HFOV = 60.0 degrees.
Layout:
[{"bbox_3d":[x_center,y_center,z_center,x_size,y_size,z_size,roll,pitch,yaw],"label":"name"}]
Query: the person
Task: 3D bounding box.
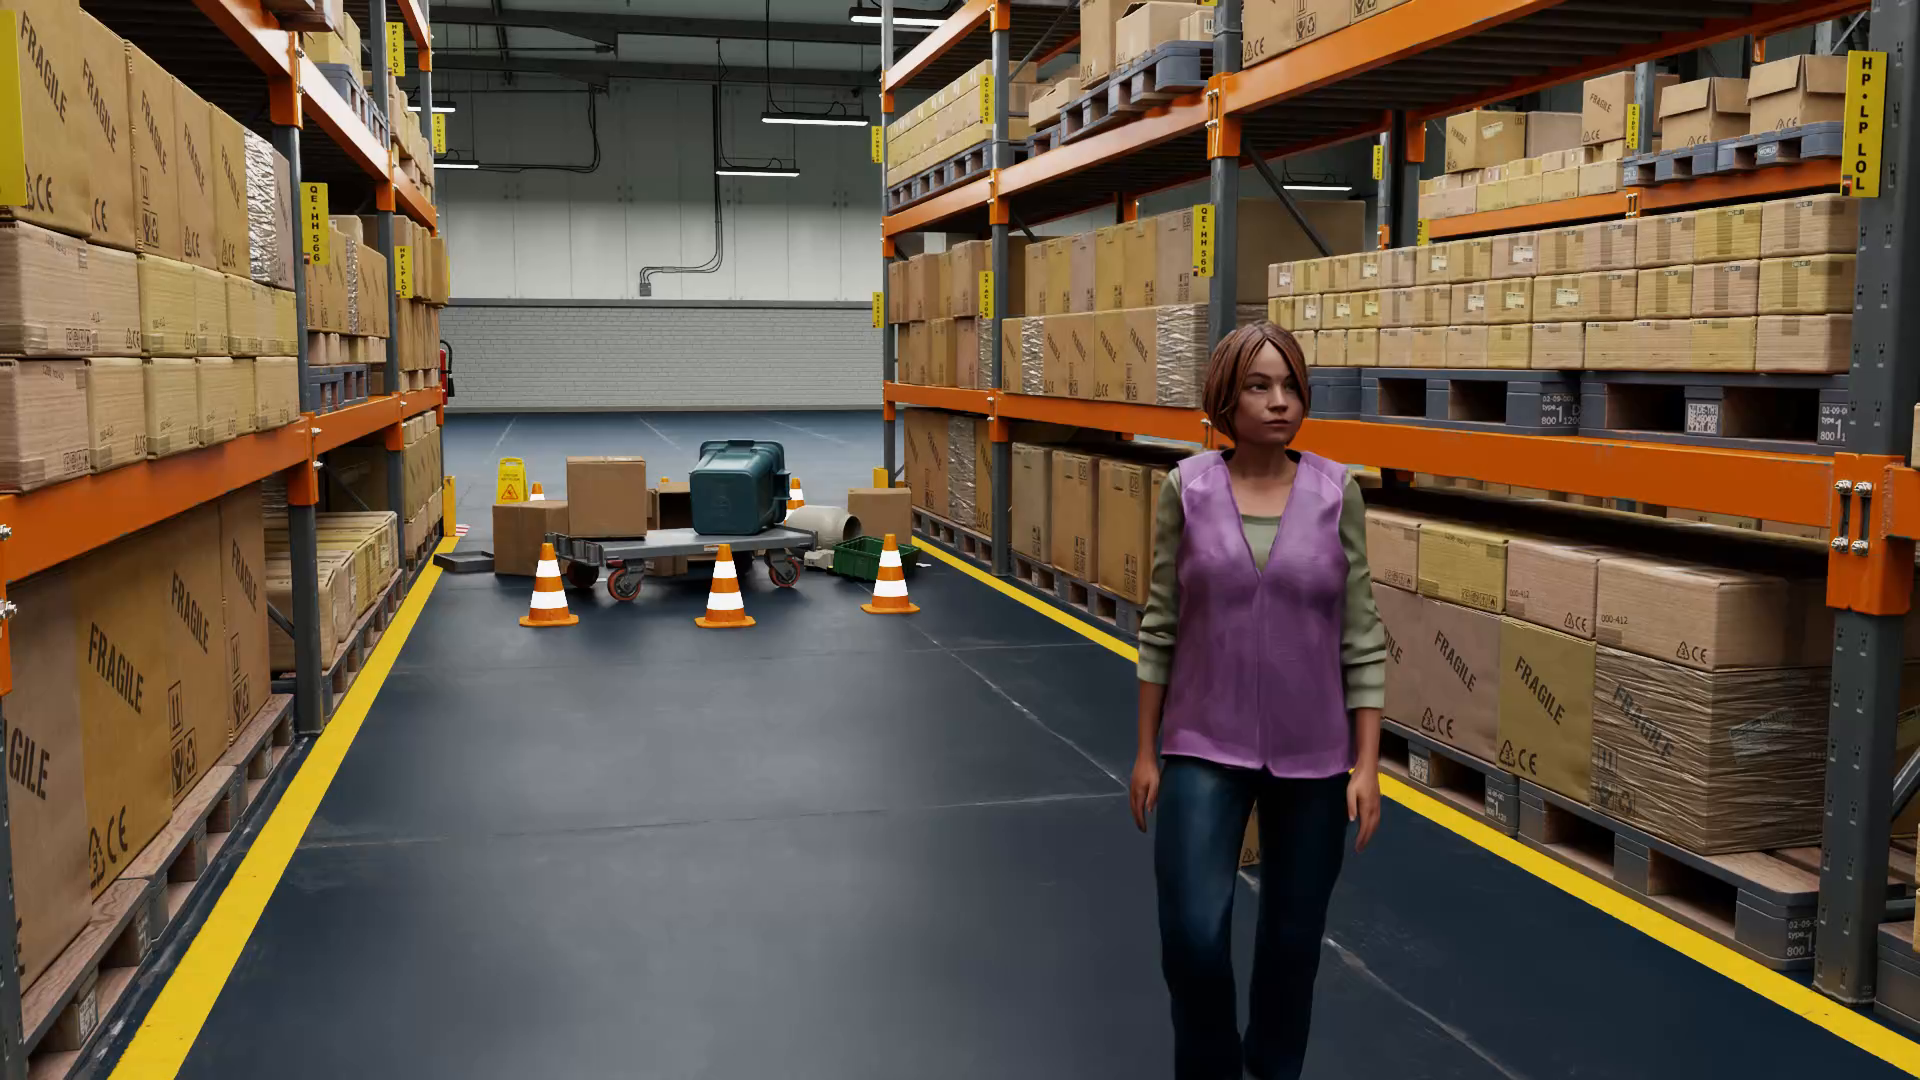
[{"bbox_3d":[0.528,0.425,2.956,0.442,1.623,0.468,0,6,3],"label":"person"}]
